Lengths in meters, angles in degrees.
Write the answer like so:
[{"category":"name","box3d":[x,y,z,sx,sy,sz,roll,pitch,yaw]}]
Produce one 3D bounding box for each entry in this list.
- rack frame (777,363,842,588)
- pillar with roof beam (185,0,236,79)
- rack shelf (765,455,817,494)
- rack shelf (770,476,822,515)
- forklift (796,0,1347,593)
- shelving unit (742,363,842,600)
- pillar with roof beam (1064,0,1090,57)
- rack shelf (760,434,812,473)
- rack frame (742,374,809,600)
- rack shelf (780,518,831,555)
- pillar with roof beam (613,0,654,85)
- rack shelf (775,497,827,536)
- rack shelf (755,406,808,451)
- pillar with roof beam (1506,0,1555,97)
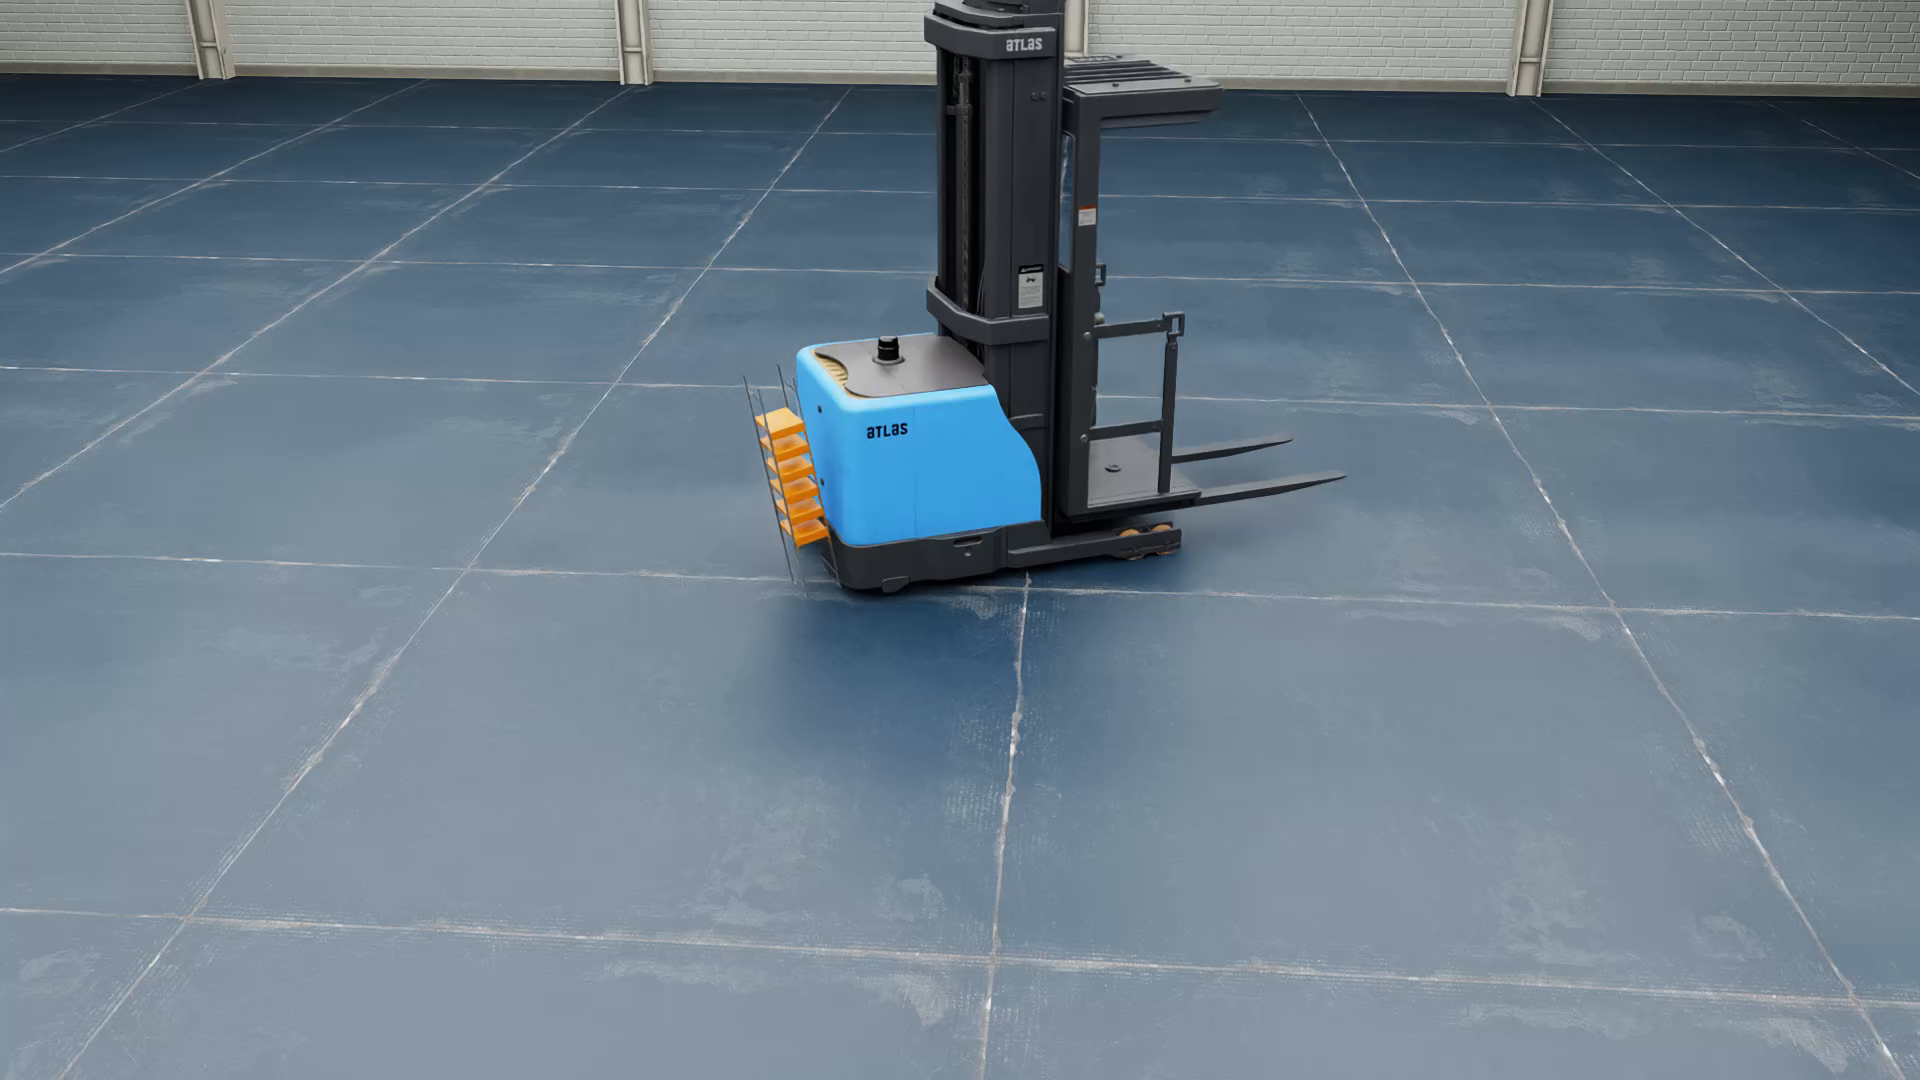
[{"category":"rack frame","box3d":[-0.762,-0.315,8.441,0.006,1.200,0.240,-21,30,-18]},{"category":"pillar with roof beam","box3d":[-10.774,-8.808,17.627,0.400,9.000,9.100,2,25,4]},{"category":"rack shelf","box3d":[-0.855,-0.349,8.376,0.180,0.103,0.258,-21,30,-18]},{"category":"rack shelf","box3d":[-0.837,-0.246,8.434,0.180,0.103,0.258,-21,30,-18]},{"category":"forklift","box3d":[0.681,-1.418,8.826,3.031,2.935,1.130,-8,26,-18]},{"category":"shelving unit","box3d":[-0.844,-0.284,8.412,0.189,1.200,0.258,-21,30,-18]},{"category":"pillar with roof beam","box3d":[1.191,-8.424,16.792,0.400,9.000,9.100,2,25,4]},{"category":"rack shelf","box3d":[-0.874,-0.453,8.319,0.180,0.103,0.258,-21,30,-18]},{"category":"rack frame","box3d":[-0.925,-0.253,8.384,0.006,1.200,0.240,-21,30,-18]},{"category":"rack shelf","box3d":[-0.799,-0.038,8.549,0.180,0.103,0.258,-21,30,-18]},{"category":"pillar with roof beam","box3d":[-4.791,-8.616,17.210,0.400,9.000,9.100,2,25,4]},{"category":"rack shelf","box3d":[-0.818,-0.142,8.491,0.180,0.103,0.258,-21,30,-18]},{"category":"rack shelf","box3d":[-0.893,-0.557,8.261,0.180,0.103,0.258,-21,30,-18]},{"category":"pillar with roof beam","box3d":[7.173,-8.232,16.375,0.400,9.000,9.100,2,25,4]}]
